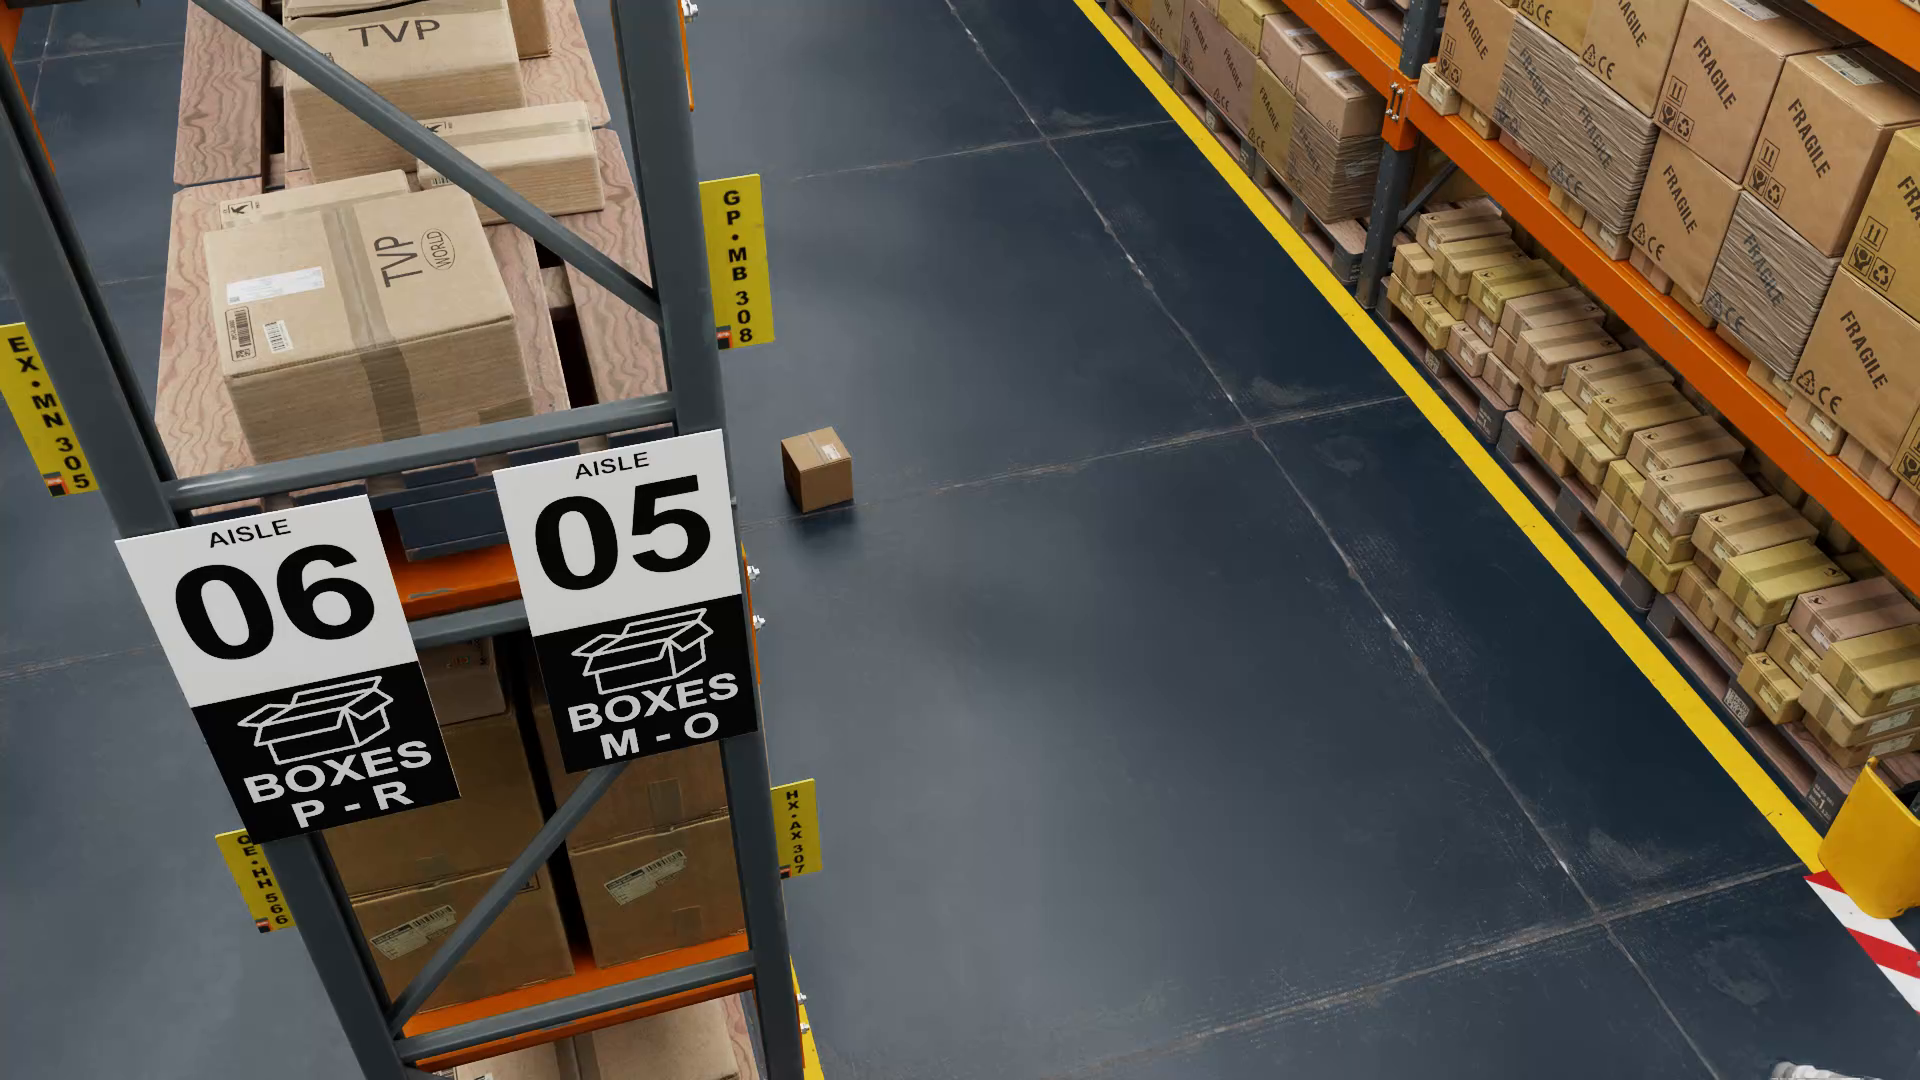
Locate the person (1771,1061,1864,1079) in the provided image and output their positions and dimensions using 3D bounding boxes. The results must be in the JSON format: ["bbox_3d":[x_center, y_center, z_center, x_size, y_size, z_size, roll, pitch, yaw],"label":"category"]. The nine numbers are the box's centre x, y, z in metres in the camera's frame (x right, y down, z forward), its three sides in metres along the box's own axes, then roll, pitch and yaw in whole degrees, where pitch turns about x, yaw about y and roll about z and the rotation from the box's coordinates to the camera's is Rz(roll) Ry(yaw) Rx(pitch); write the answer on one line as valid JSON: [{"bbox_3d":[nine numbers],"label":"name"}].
[{"bbox_3d":[2.906,1.319,4.654,0.785,1.765,0.538,31,50,30],"label":"person"}]
